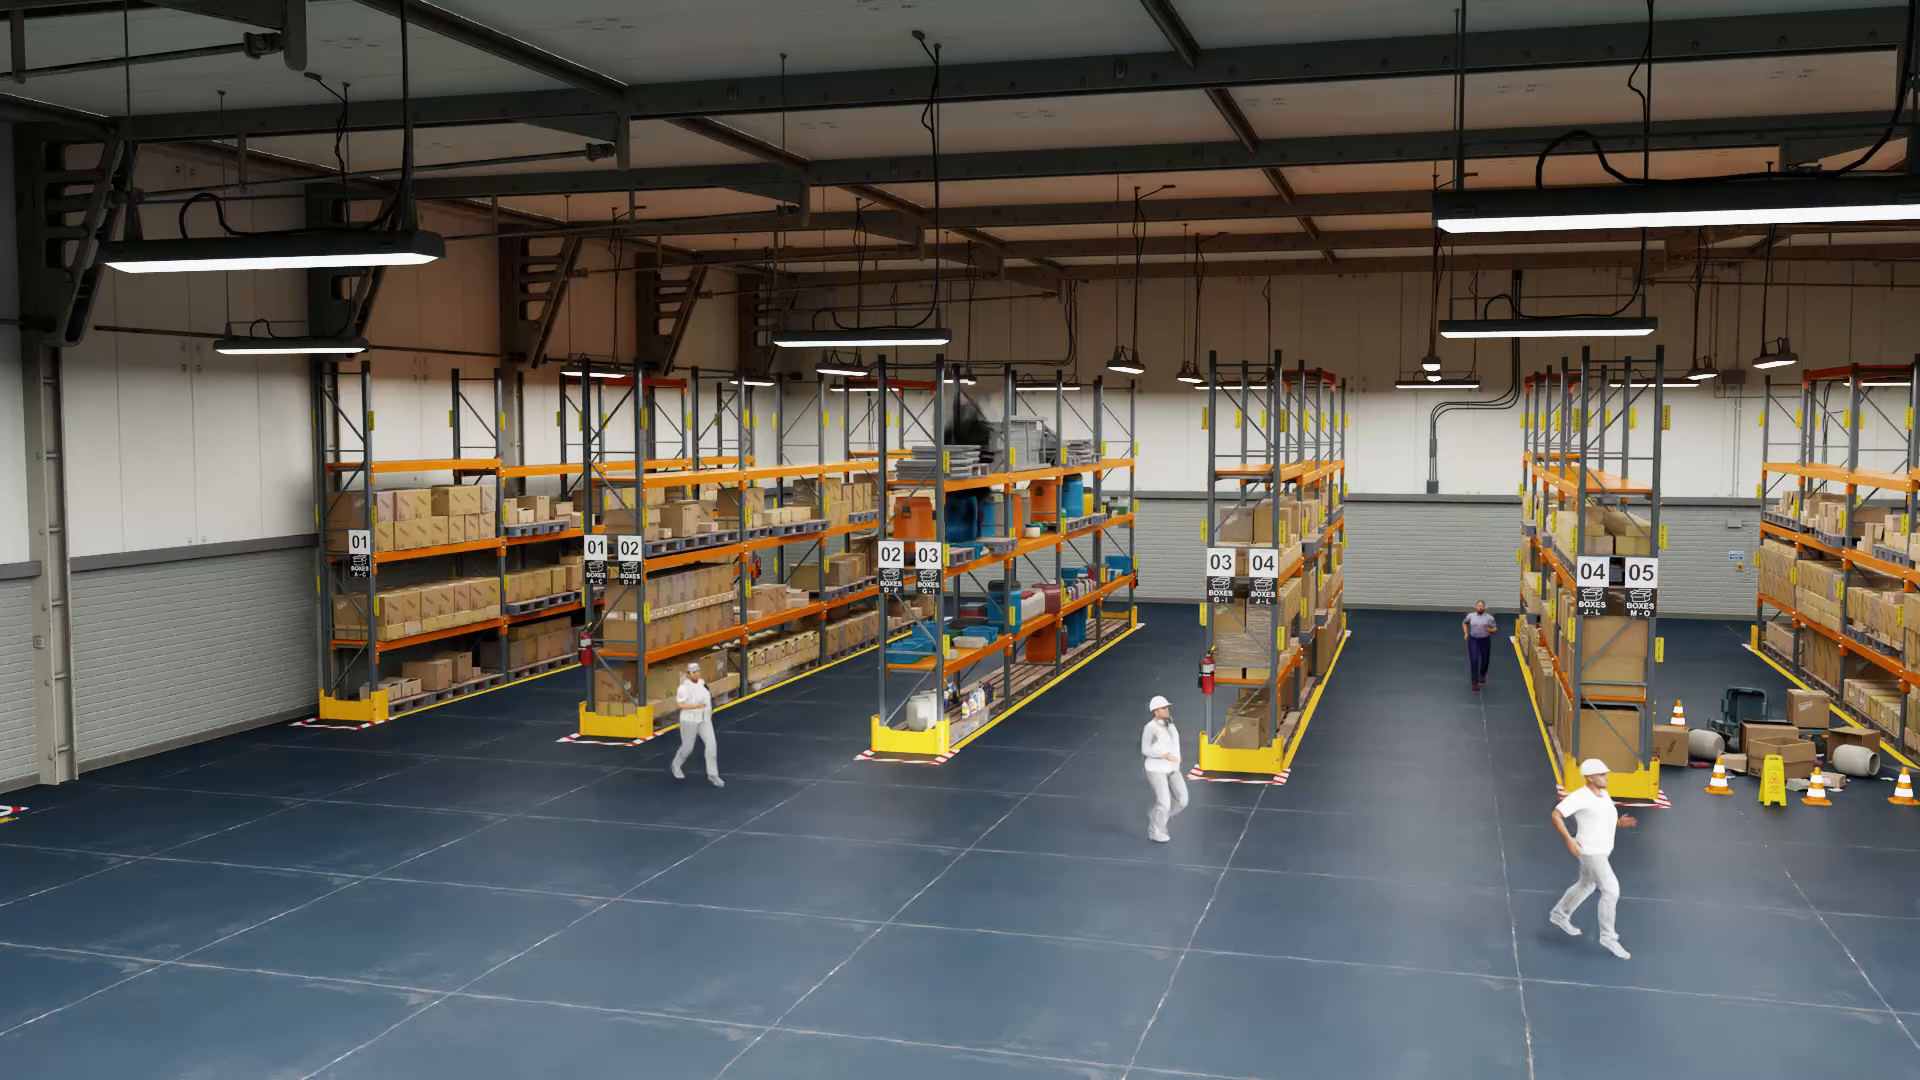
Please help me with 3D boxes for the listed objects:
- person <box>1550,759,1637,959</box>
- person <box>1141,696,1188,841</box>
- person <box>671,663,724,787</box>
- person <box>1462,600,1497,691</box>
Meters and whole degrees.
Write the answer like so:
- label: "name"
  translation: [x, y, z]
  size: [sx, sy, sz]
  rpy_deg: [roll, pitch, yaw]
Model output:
- label: "person"
  translation: [6.002, 2.982, 15.793]
  size: [0.820, 1.821, 0.677]
  rpy_deg: [3, 5, 39]
- label: "person"
  translation: [2.462, 2.719, 19.734]
  size: [0.650, 1.726, 0.578]
  rpy_deg: [-4, 5, -41]
- label: "person"
  translation: [-3.638, 2.528, 22.989]
  size: [0.609, 1.670, 0.940]
  rpy_deg: [-4, 6, -42]
- label: "person"
  translation: [9.721, 1.944, 31.108]
  size: [0.605, 1.629, 0.943]
  rpy_deg: [1, 4, 13]
